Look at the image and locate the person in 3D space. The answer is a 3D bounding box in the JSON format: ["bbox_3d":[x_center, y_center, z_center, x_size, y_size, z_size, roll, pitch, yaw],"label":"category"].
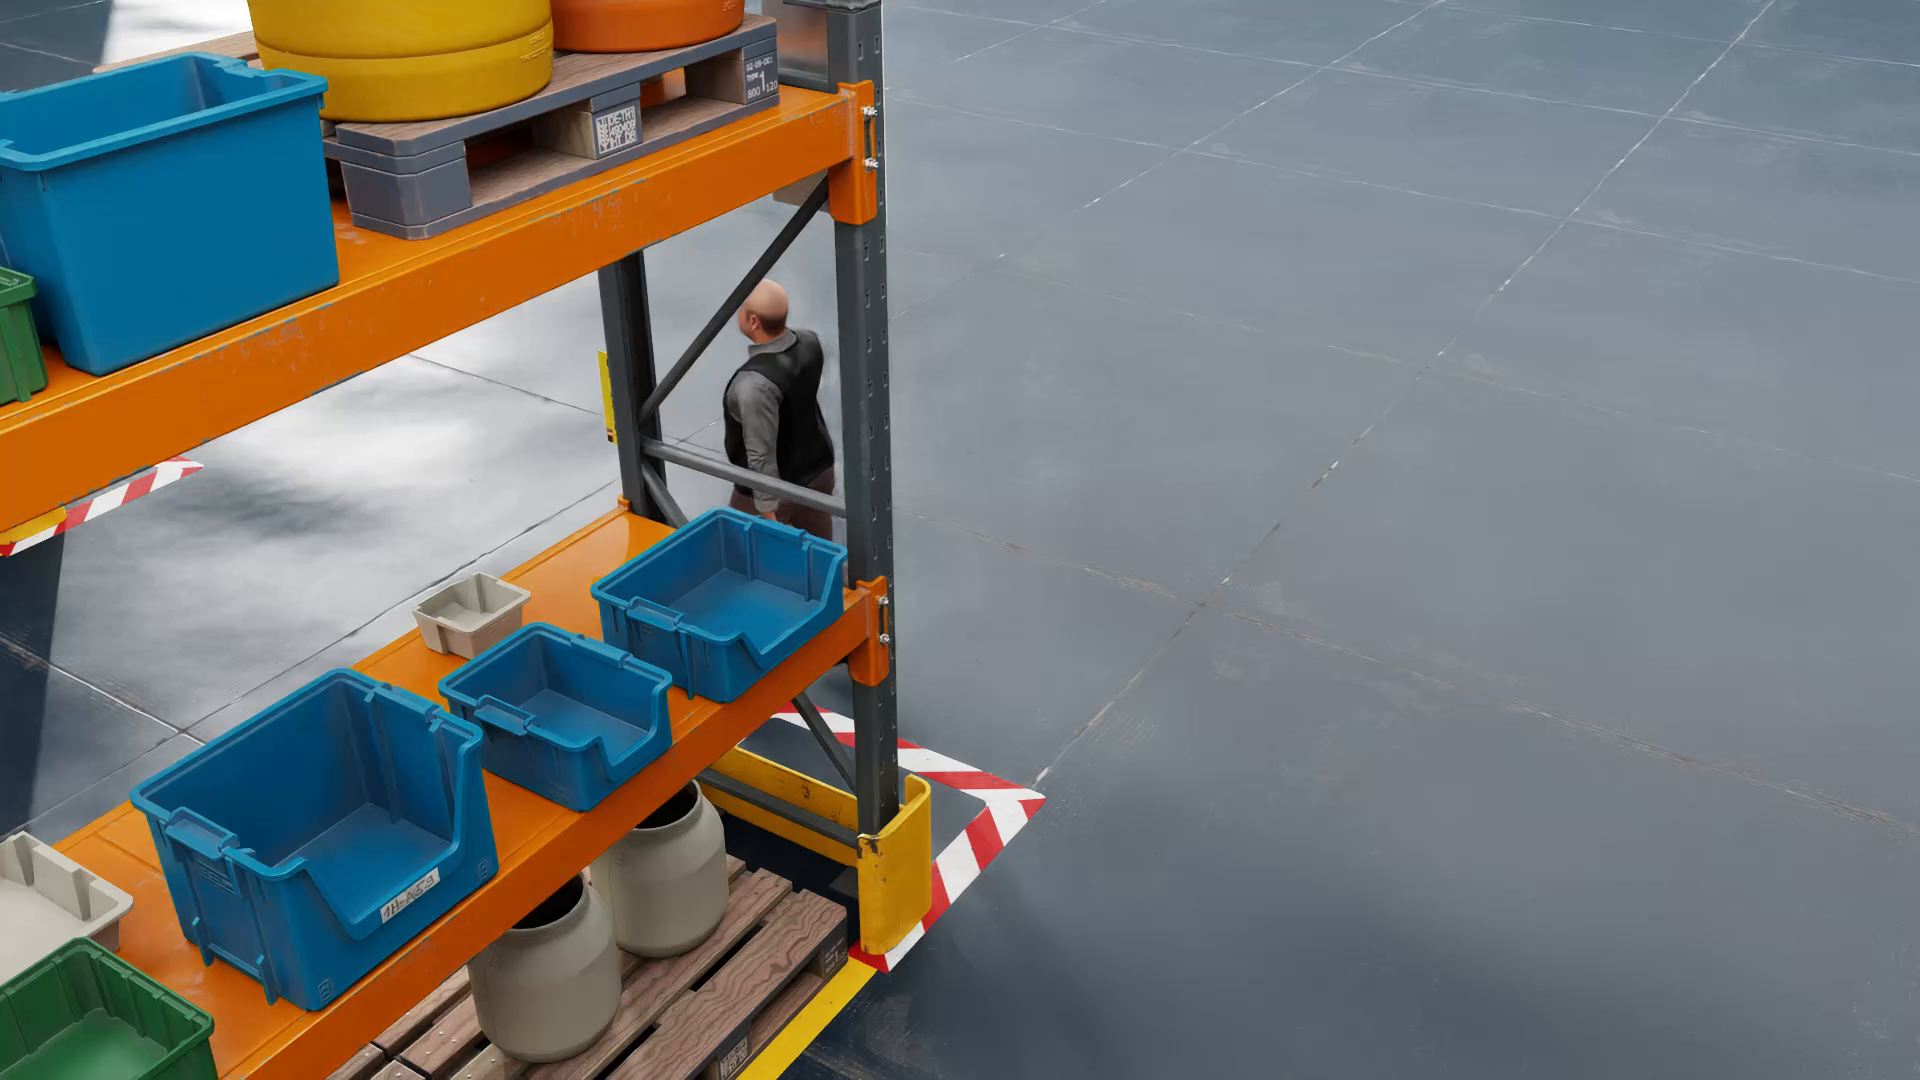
[{"bbox_3d":[-0.769,-0.273,6.612,0.973,1.669,0.596,17,34,27],"label":"person"}]
